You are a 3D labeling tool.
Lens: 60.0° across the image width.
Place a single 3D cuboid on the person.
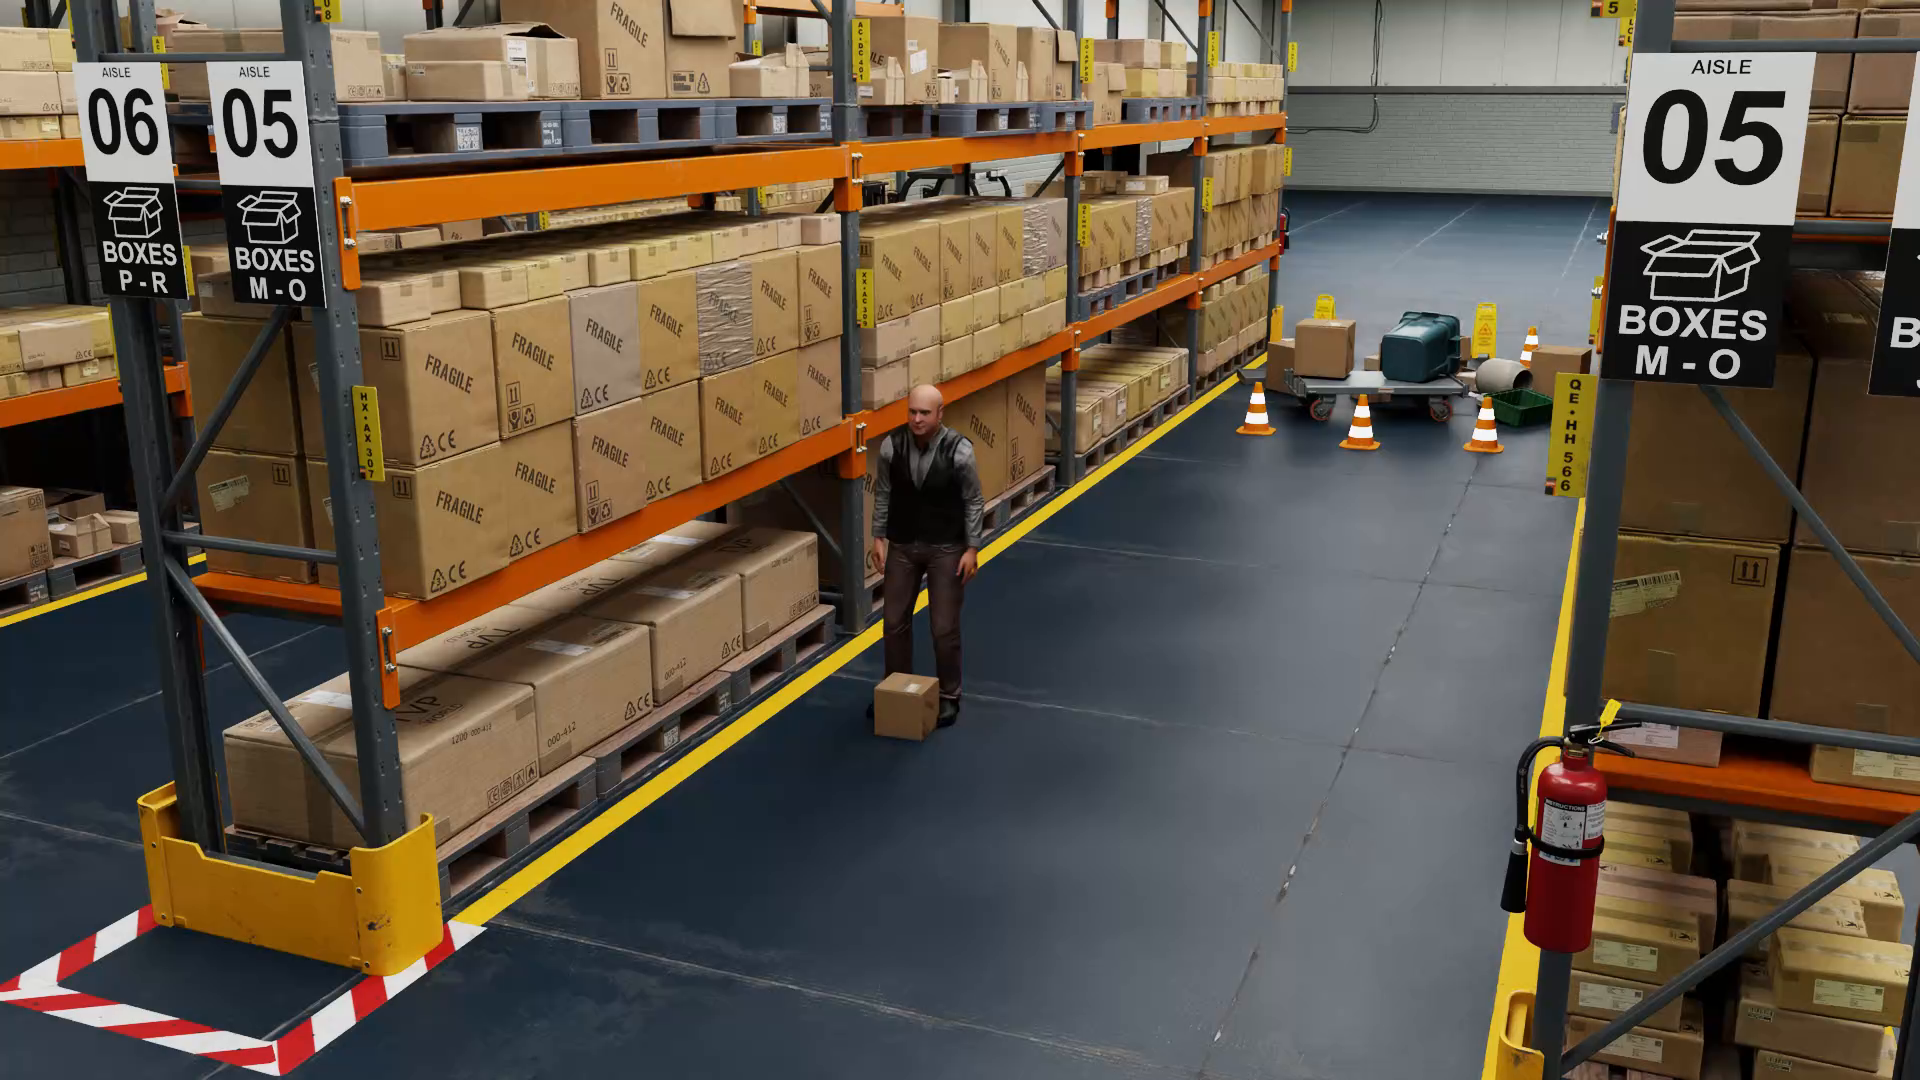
[{"bbox_3d":[-0.163,0.053,8.376,0.579,1.719,0.418,5,16,19],"label":"person"}]
